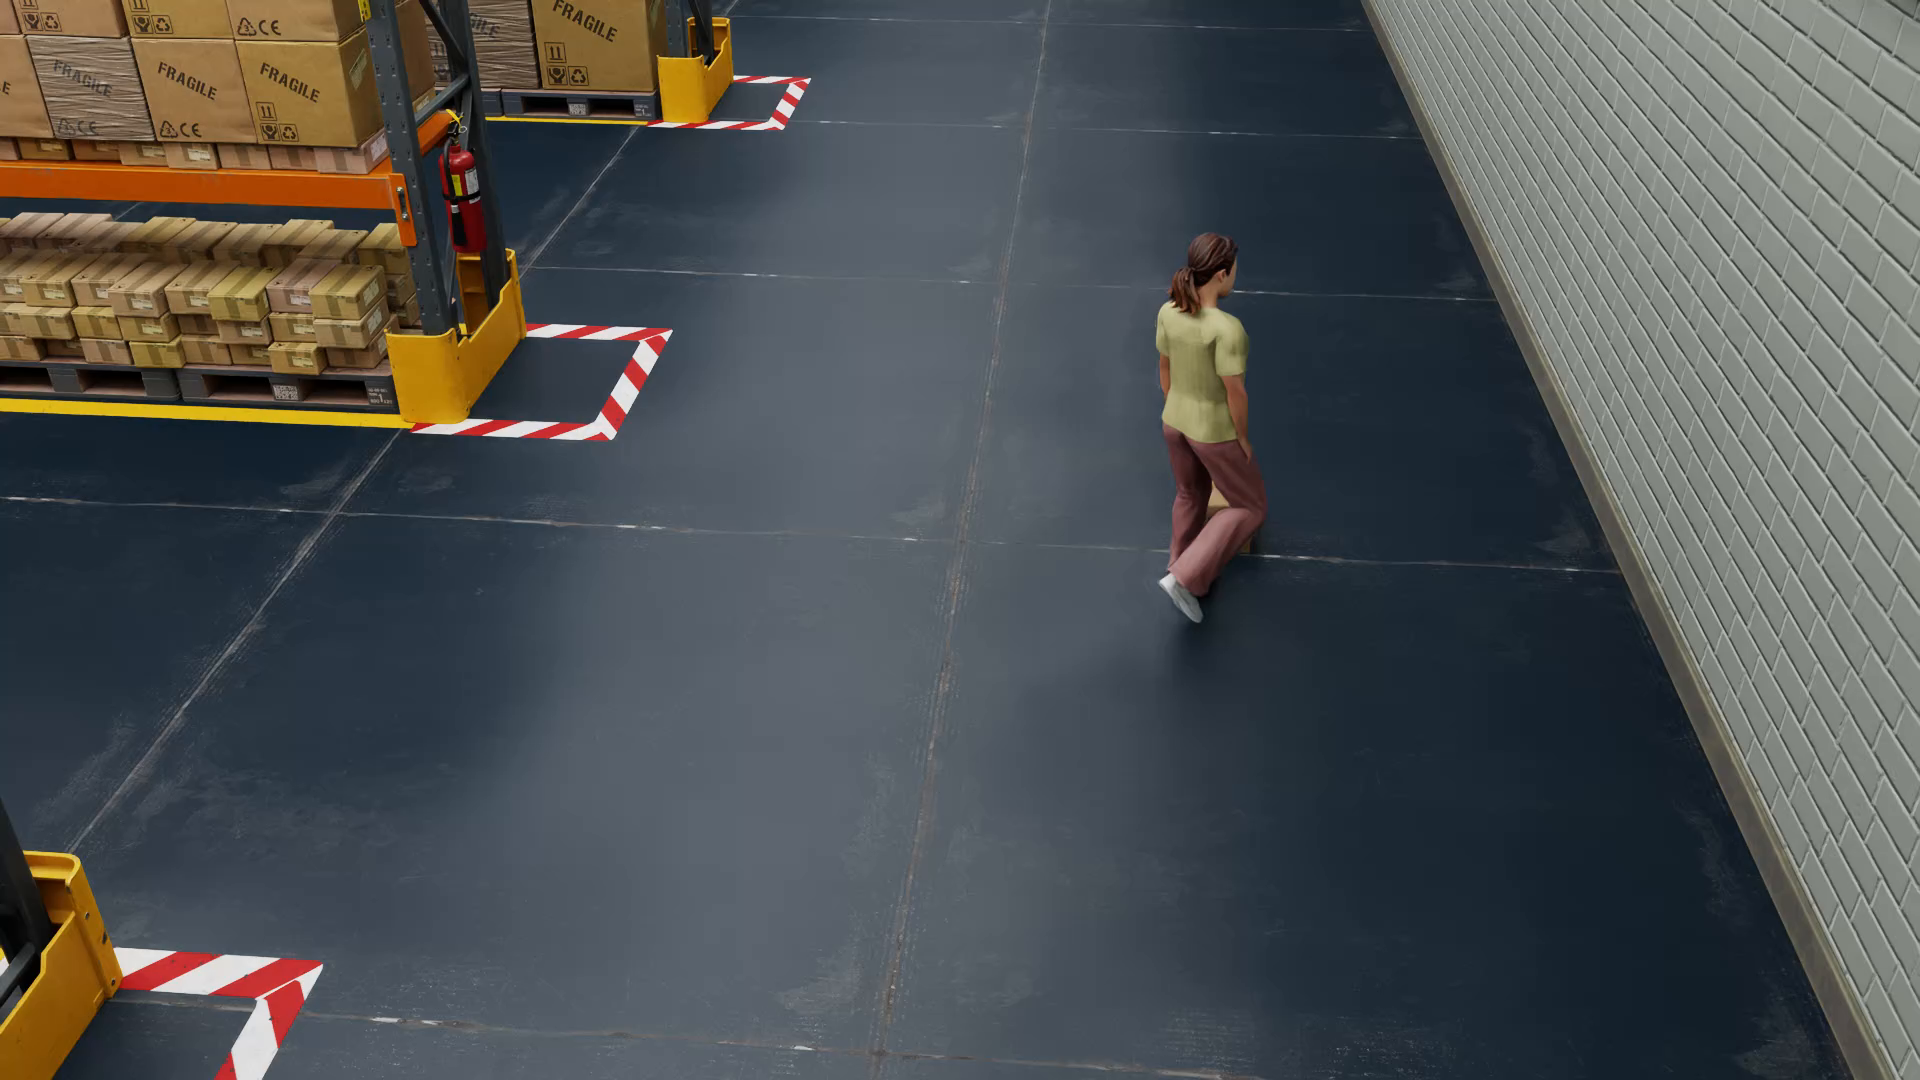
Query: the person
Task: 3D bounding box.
[{"bbox_3d":[0.997,-0.436,6.800,0.562,1.665,0.504,-24,39,-33],"label":"person"}]
